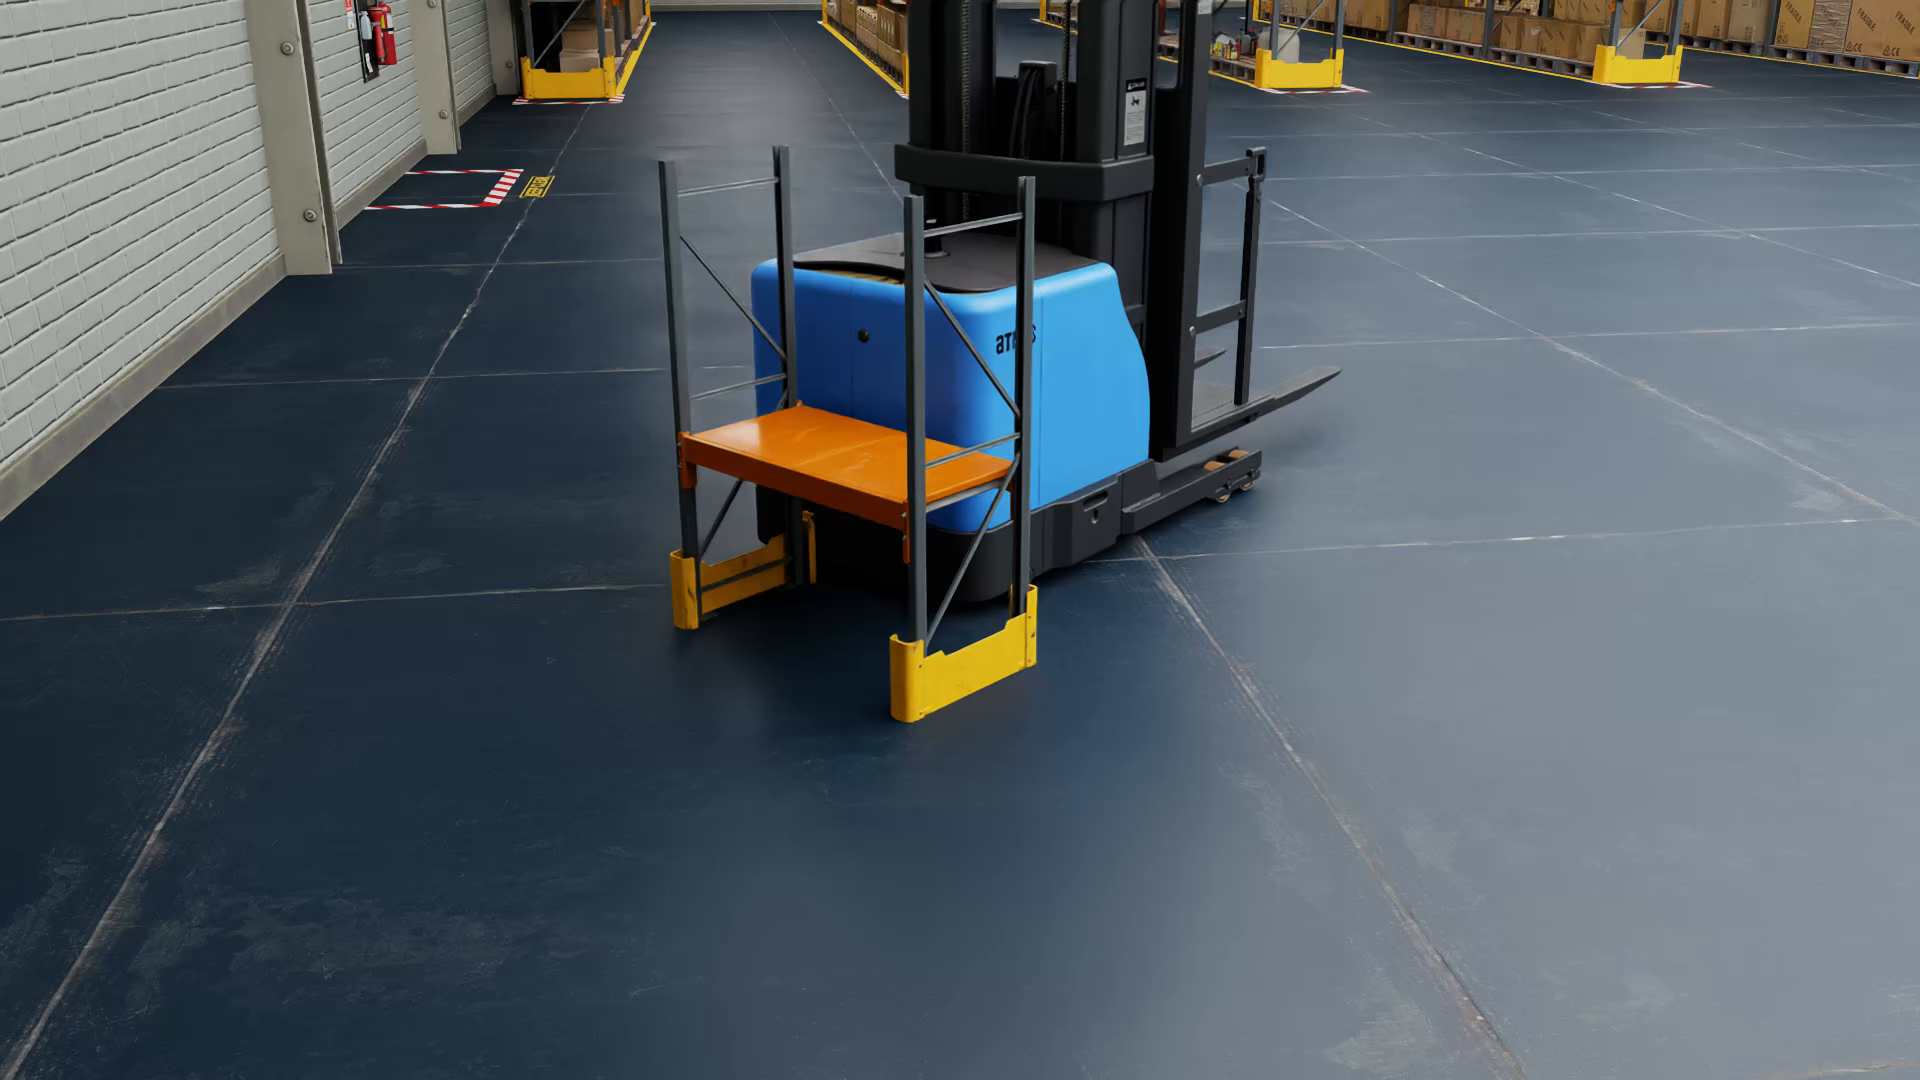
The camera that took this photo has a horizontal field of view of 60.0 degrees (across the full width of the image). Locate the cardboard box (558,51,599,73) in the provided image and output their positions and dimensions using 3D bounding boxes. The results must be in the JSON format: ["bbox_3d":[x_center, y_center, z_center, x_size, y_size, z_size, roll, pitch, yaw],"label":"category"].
[{"bbox_3d":[-5.083,-6.353,22.152,0.500,0.311,0.500,-5,21,-14],"label":"cardboard box"}]

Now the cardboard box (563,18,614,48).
[{"bbox_3d":[-5.771,-7.836,25.854,0.700,0.500,0.500,-2,21,-6],"label":"cardboard box"}]

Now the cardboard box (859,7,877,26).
[{"bbox_3d":[-1.455,-8.977,28.492,0.500,0.311,0.500,-3,21,-9],"label":"cardboard box"}]

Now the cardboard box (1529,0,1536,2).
[{"bbox_3d":[12.441,-11.618,35.659,0.380,0.149,0.250,-3,21,-7],"label":"cardboard box"}]

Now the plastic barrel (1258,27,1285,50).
[{"bbox_3d":[4.489,-7.091,23.869,0.421,0.512,0.421,0,20,0],"label":"plastic barrel"}]

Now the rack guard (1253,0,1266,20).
[{"bbox_3d":[7.323,-12.289,38.404,1.175,0.500,0.348,-3,21,-8],"label":"rack guard"}]

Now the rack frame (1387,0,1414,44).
[{"bbox_3d":[8.479,-10.681,30.528,1.000,3.000,0.127,-3,21,-8],"label":"rack frame"}]

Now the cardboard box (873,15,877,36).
[{"bbox_3d":[-1.089,-8.095,26.132,0.500,0.311,0.500,-3,21,-8],"label":"cardboard box"}]

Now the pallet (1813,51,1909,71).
[{"bbox_3d":[14.190,-7.515,26.035,1.003,0.211,1.213,-3,21,-8],"label":"pallet"}]

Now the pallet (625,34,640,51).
[{"bbox_3d":[-6.264,-8.902,29.750,1.003,0.211,1.213,-3,21,-8],"label":"pallet"}]

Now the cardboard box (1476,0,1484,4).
[{"bbox_3d":[12.054,-12.375,38.111,0.380,0.149,0.250,-3,21,-8],"label":"cardboard box"}]

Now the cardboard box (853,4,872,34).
[{"bbox_3d":[-1.691,-9.530,30.389,0.500,0.500,0.500,-2,21,-6],"label":"cardboard box"}]

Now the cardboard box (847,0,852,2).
[{"bbox_3d":[-1.855,-10.255,31.258,0.500,0.250,0.500,-3,21,-9],"label":"cardboard box"}]

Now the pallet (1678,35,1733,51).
[{"bbox_3d":[13.614,-8.892,29.722,1.003,0.211,1.213,-3,21,-8],"label":"pallet"}]

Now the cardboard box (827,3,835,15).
[{"bbox_3d":[-2.607,-11.495,36.008,0.500,0.250,0.500,-3,21,-8],"label":"cardboard box"}]

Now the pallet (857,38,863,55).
[{"bbox_3d":[-1.244,-8.590,28.913,1.003,0.211,1.213,-3,21,-8],"label":"pallet"}]

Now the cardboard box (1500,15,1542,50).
[{"bbox_3d":[9.074,-8.182,26.807,0.500,0.500,0.500,-4,21,-9],"label":"cardboard box"}]

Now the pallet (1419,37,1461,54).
[{"bbox_3d":[8.763,-8.683,29.163,1.003,0.211,1.213,-3,21,-8],"label":"pallet"}]

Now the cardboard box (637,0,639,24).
[{"bbox_3d":[-6.580,-10.288,31.947,0.750,0.750,0.750,-3,21,-7],"label":"cardboard box"}]

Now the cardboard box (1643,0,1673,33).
[{"bbox_3d":[13.401,-9.824,30.847,1.050,0.750,0.750,-3,21,-8],"label":"cardboard box"}]

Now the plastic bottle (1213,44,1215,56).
[{"bbox_3d":[3.905,-7.477,25.319,0.097,0.201,0.097,0,20,0],"label":"plastic bottle"}]

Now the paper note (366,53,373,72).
[{"bbox_3d":[-4.888,-3.949,13.760,0.016,0.148,0.142,-3,21,-8],"label":"paper note"}]

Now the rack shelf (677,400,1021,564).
[{"bbox_3d":[-0.345,-0.202,5.128,1.000,0.185,0.538,18,27,39],"label":"rack shelf"}]

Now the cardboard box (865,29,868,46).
[{"bbox_3d":[-1.311,-8.364,27.654,0.500,0.250,0.500,-2,21,-7],"label":"cardboard box"}]

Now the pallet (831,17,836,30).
[{"bbox_3d":[-2.178,-10.923,35.160,1.003,0.211,1.213,-3,21,-8],"label":"pallet"}]

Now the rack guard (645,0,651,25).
[{"bbox_3d":[-7.382,-11.539,36.397,1.175,0.500,0.348,-3,21,-8],"label":"rack guard"}]

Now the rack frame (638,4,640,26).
[{"bbox_3d":[-6.802,-11.317,32.229,1.000,3.000,0.127,-3,21,-8],"label":"rack frame"}]

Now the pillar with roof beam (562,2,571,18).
[{"bbox_3d":[-3.499,-14.543,32.293,9.100,9.000,0.400,-3,21,-8],"label":"pillar with roof beam"}]

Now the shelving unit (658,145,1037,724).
[{"bbox_3d":[-0.351,-0.373,5.071,1.083,1.500,0.587,18,27,39],"label":"shelving unit"}]

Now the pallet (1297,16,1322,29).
[{"bbox_3d":[7.871,-11.027,35.439,1.003,0.211,1.213,-3,21,-8],"label":"pallet"}]

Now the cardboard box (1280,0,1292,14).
[{"bbox_3d":[7.629,-12.120,36.816,0.875,0.875,0.875,-3,21,-8],"label":"cardboard box"}]

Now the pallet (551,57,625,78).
[{"bbox_3d":[-5.517,-7.010,24.683,1.003,0.211,1.213,-3,21,-8],"label":"pallet"}]

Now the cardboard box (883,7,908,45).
[{"bbox_3d":[-0.846,-7.536,24.363,0.500,0.500,0.500,-3,21,-8],"label":"cardboard box"}]

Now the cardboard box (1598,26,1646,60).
[{"bbox_3d":[9.559,-7.154,24.057,0.500,0.500,0.500,1,20,2],"label":"cardboard box"}]

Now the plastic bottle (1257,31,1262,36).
[{"bbox_3d":[4.607,-7.625,25.502,0.144,0.351,0.185,-3,21,-8],"label":"plastic bottle"}]

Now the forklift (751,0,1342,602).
[{"bbox_3d":[0.572,-1.615,6.351,1.130,2.935,3.031,15,25,35],"label":"forklift"}]

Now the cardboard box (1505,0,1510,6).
[{"bbox_3d":[12.348,-11.928,36.913,0.380,0.149,0.250,-2,21,-5],"label":"cardboard box"}]

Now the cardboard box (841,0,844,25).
[{"bbox_3d":[-2.072,-10.423,32.781,0.500,0.500,0.500,-4,21,-10],"label":"cardboard box"}]

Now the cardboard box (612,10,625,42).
[{"bbox_3d":[-6.070,-8.720,28.221,0.700,0.500,0.500,-3,21,-7],"label":"cardboard box"}]

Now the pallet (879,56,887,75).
[{"bbox_3d":[-0.674,-7.215,25.231,1.003,0.211,1.213,-3,21,-8],"label":"pallet"}]

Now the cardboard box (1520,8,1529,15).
[{"bbox_3d":[12.375,-11.444,36.043,0.380,0.149,0.250,-4,21,-10],"label":"cardboard box"}]

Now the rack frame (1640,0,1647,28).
[{"bbox_3d":[13.402,-10.897,31.104,1.000,3.000,0.127,-3,21,-8],"label":"rack frame"}]

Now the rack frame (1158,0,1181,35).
[{"bbox_3d":[3.578,-10.432,29.859,1.000,3.000,0.127,-3,21,-8],"label":"rack frame"}]

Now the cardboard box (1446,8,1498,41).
[{"bbox_3d":[8.858,-8.905,28.716,0.700,0.500,0.500,-5,21,-12],"label":"cardboard box"}]

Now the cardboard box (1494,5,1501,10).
[{"bbox_3d":[12.178,-11.890,37.237,0.380,0.149,0.250,-4,21,-10],"label":"cardboard box"}]

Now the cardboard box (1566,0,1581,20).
[{"bbox_3d":[12.748,-10.855,33.965,0.500,0.500,0.500,-2,21,-5],"label":"cardboard box"}]

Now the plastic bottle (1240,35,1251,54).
[{"bbox_3d":[4.418,-7.686,25.771,0.152,0.276,0.135,-3,21,-8],"label":"plastic bottle"}]

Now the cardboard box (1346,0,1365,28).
[{"bbox_3d":[8.280,-10.432,32.296,1.225,0.875,0.875,-3,21,-8],"label":"cardboard box"}]

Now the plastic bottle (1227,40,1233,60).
[{"bbox_3d":[3.998,-7.249,24.590,0.061,0.283,0.133,-2,21,-6],"label":"plastic bottle"}]

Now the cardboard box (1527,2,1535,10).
[{"bbox_3d":[12.414,-11.468,35.683,0.380,0.149,0.250,-4,21,-10],"label":"cardboard box"}]

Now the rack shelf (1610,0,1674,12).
[{"bbox_3d":[9.344,-8.267,25.092,1.077,0.370,4.000,-3,21,-8],"label":"rack shelf"}]

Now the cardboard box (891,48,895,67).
[{"bbox_3d":[-0.698,-6.838,23.568,0.500,0.250,0.500,-3,21,-8],"label":"cardboard box"}]
